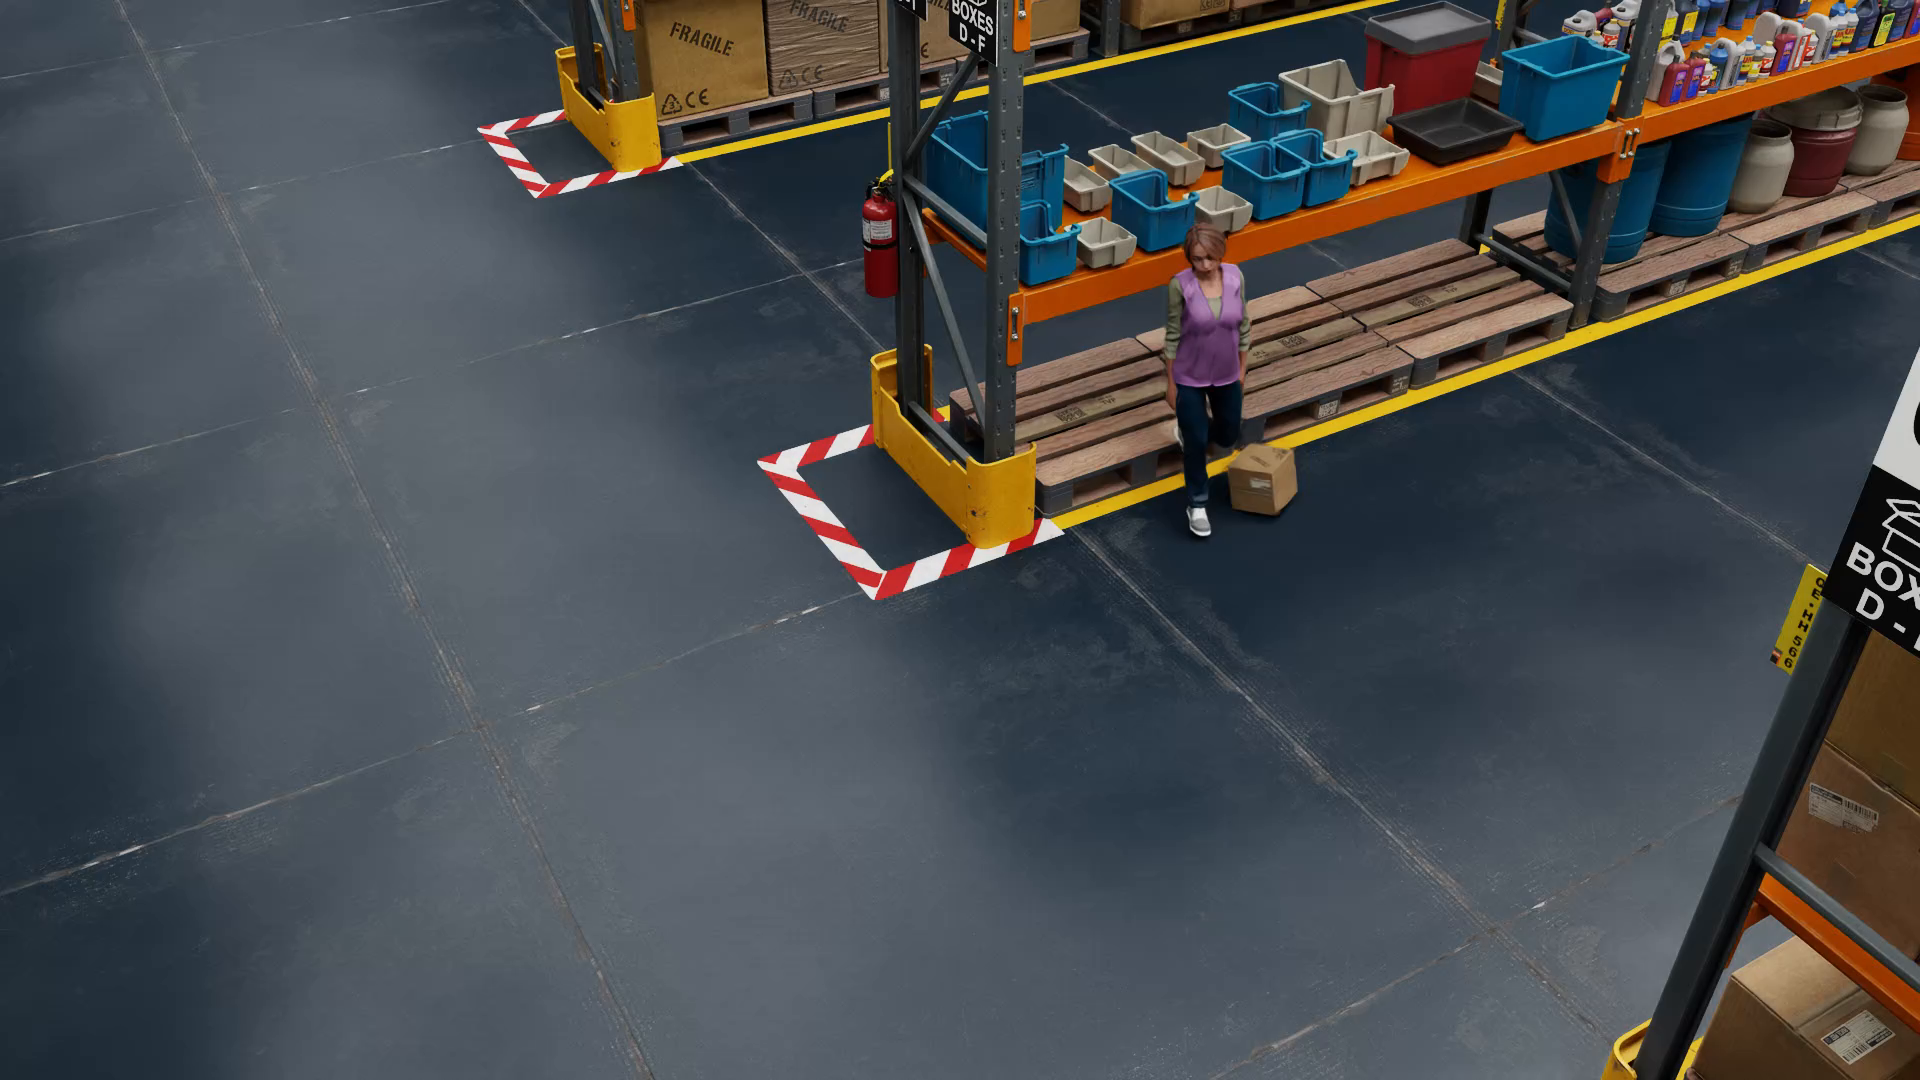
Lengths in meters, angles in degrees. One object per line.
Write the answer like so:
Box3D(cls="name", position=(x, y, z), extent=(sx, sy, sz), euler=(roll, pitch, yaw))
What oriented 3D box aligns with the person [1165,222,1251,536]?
Box3D(cls="person", position=(1.160, -0.815, 7.988), extent=(0.425, 1.572, 0.638), euler=(-8, 38, -11))
